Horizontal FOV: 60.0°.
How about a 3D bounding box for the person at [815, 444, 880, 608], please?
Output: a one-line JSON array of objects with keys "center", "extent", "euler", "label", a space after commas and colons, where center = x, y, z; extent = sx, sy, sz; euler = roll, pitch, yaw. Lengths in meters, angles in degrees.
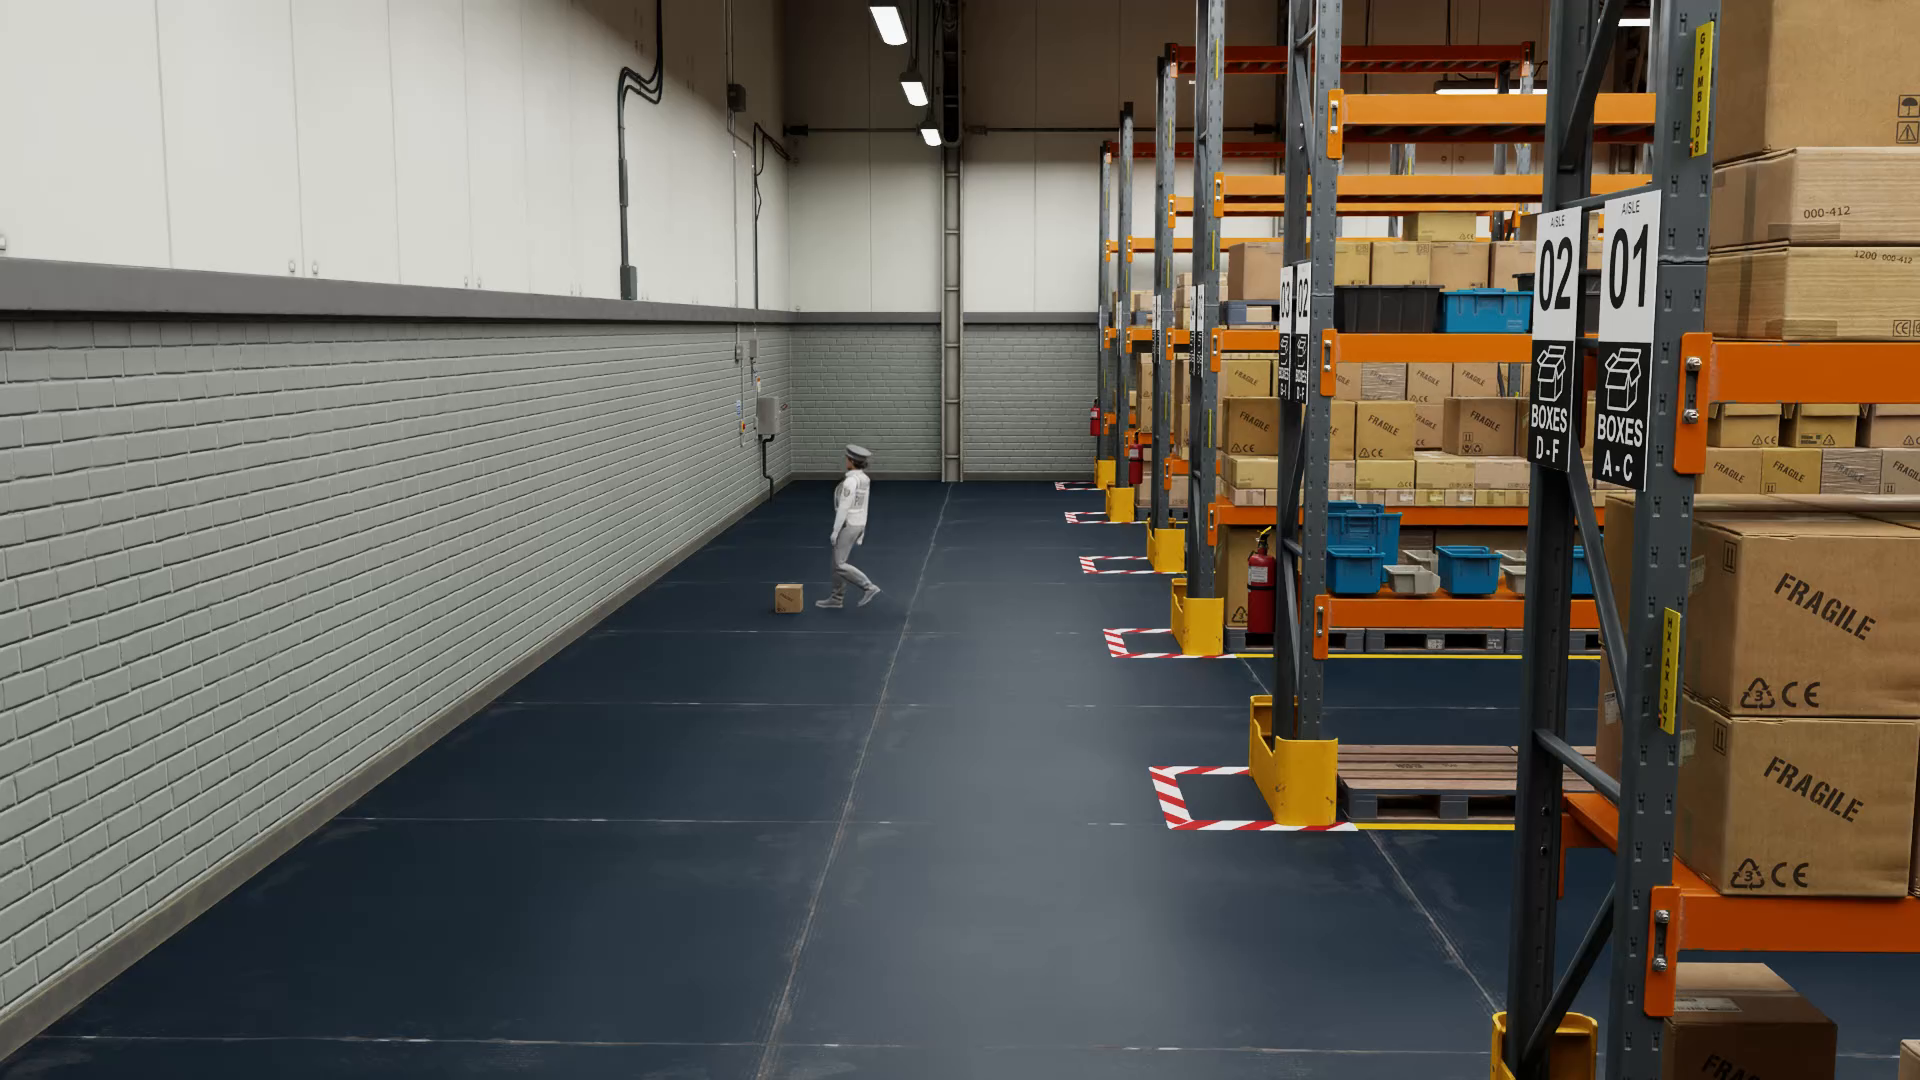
[{"center": [-1.115, -0.125, 16.521], "extent": [0.760, 1.661, 0.488], "euler": [2, 8, 15], "label": "person"}]
